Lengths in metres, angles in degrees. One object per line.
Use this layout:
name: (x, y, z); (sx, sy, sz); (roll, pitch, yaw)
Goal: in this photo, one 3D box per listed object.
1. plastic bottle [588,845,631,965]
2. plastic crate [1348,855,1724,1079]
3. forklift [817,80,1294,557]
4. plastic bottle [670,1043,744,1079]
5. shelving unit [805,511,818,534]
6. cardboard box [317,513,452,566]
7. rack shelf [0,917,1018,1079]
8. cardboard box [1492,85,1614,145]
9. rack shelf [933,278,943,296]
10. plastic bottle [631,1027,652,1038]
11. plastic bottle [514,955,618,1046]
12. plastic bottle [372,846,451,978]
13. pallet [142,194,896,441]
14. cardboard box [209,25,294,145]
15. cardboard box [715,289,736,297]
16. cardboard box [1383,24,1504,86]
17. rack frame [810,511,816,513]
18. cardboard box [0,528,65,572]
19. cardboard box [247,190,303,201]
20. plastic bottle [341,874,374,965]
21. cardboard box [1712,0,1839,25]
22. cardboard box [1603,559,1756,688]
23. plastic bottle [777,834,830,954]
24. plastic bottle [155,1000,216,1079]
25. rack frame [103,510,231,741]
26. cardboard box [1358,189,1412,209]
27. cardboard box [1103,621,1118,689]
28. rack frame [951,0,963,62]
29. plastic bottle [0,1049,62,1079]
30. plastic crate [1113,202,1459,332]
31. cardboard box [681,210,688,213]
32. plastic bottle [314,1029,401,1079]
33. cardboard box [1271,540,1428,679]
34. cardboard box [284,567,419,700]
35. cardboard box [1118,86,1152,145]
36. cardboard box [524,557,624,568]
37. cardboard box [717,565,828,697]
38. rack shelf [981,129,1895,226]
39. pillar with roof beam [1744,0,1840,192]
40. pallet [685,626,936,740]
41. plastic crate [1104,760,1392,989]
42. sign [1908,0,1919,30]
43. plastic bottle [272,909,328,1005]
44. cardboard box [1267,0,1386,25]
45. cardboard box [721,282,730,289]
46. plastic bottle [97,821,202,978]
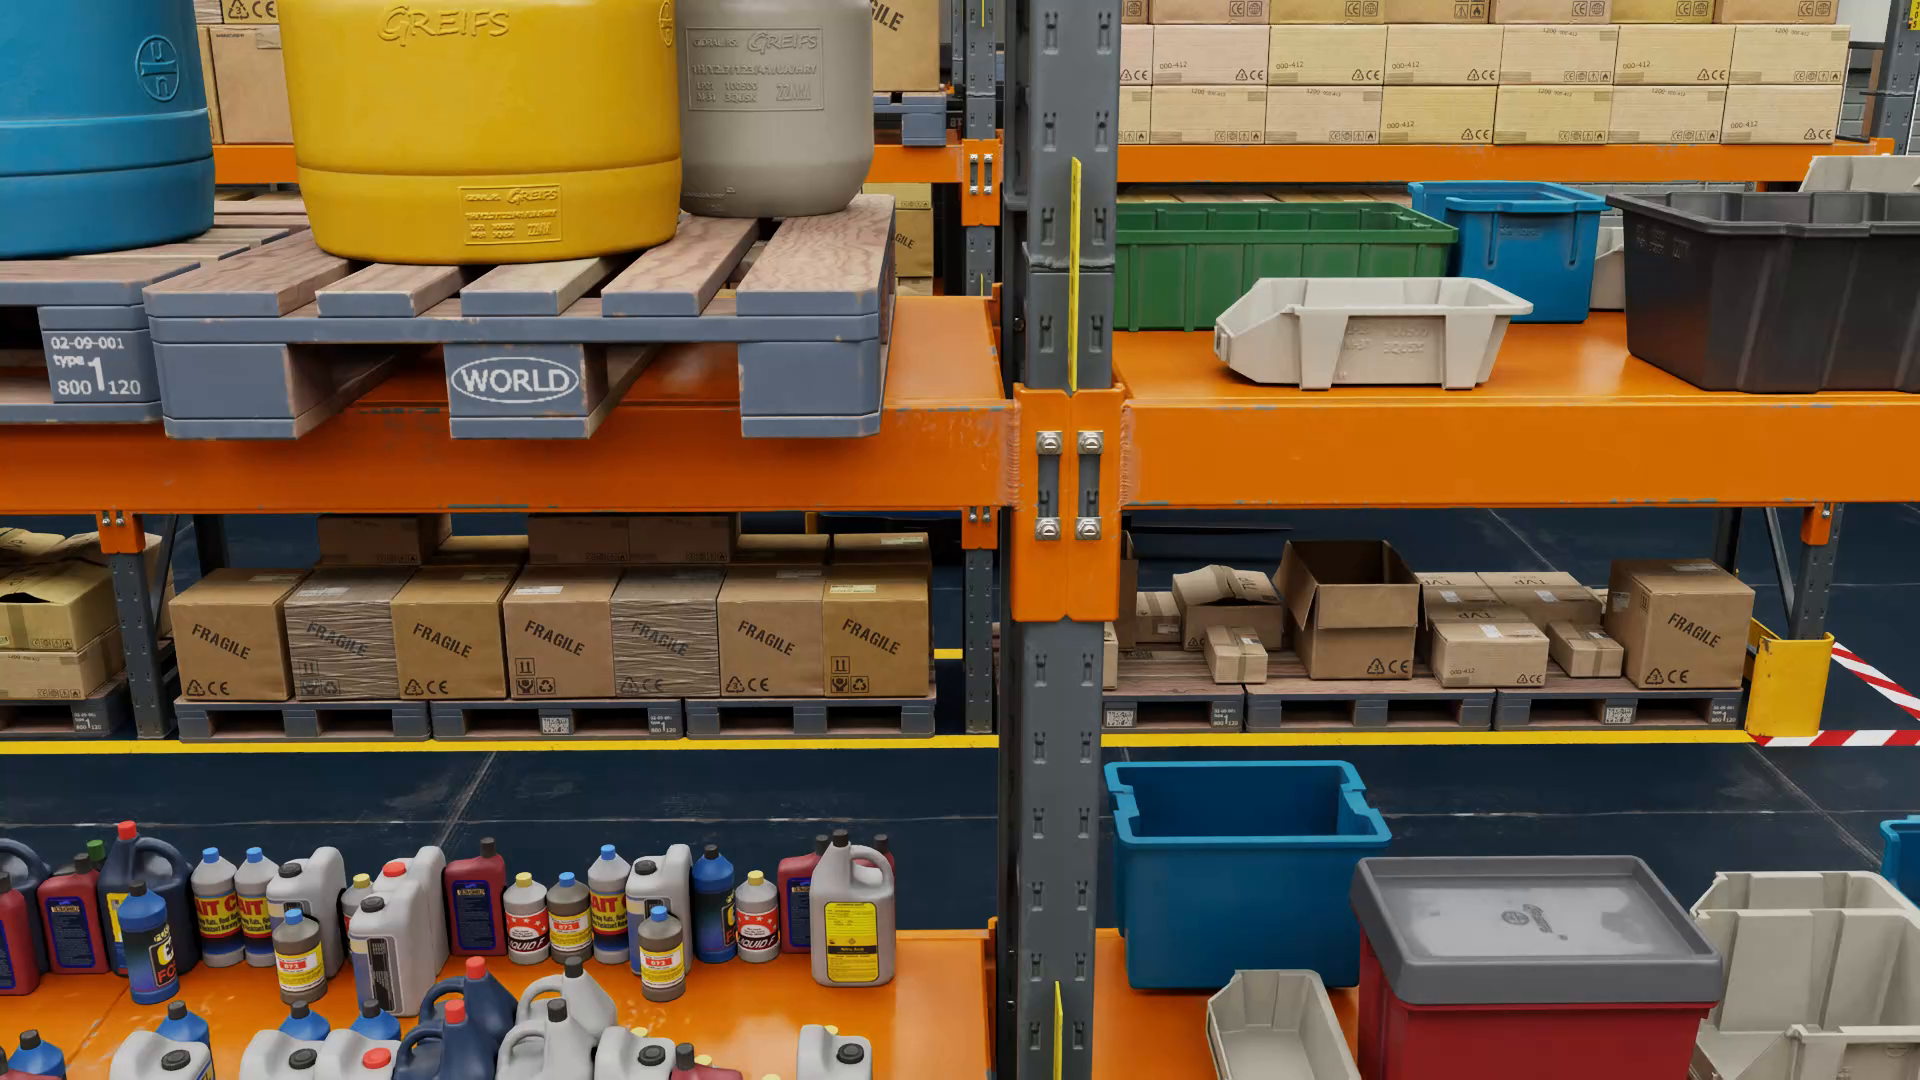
plastic bottle: (-0.793, 0.822, 3.785); (0.097, 0.271, 0.097); (0, 18, 0)
plastic crate: (1.055, 0.894, 3.146); (0.583, 0.464, 0.402); (0, 18, -1)
forklift: (0.628, -1.384, 10.563); (3.031, 2.935, 1.130); (1, 18, 3)
plastic bottle: (-0.461, 1.052, 3.048); (0.133, 0.283, 0.061); (0, 18, -1)
shelving unit: (-1.445, -0.751, 10.933); (1.083, 1.500, 0.587); (1, 18, 3)
cardboard box: (-2.928, -0.067, 8.489); (0.500, 0.250, 0.500); (0, 18, 1)
rack shelf: (-1.841, 1.233, 3.470); (4.000, 0.370, 1.077); (0, 18, -1)
cardboard box: (2.574, -1.920, 7.456); (0.500, 0.250, 0.500); (0, 18, -1)
rack shelf: (-1.998, -1.793, 12.903); (4.000, 0.370, 1.077); (0, 18, -1)
plastic bottle: (-0.616, 1.040, 3.220); (0.097, 0.201, 0.097); (0, 18, 0)
plastic bottle: (-0.758, 0.965, 3.210); (0.185, 0.351, 0.144); (0, 18, -1)
plastic bottle: (-1.236, 0.830, 3.751); (0.135, 0.276, 0.152); (0, 18, -1)
pallet: (-0.624, -0.424, 2.856); (1.003, 0.211, 1.213); (0, 18, -1)
cardboard box: (-2.970, -2.103, 7.619); (0.500, 0.500, 0.910); (0, 18, -1)
cardboard box: (-1.080, -0.923, 8.162); (0.500, 0.500, 0.700); (3, 18, 8)
cardboard box: (2.074, -2.158, 7.379); (0.500, 0.250, 0.500); (0, 18, -1)
rack frame: (-0.947, -0.742, 10.905); (0.032, 1.500, 0.500); (1, 18, 3)
cardboard box: (-4.969, 0.148, 8.572); (0.500, 0.311, 0.500); (-1, 18, -2)
cardboard box: (-5.026, -2.366, 12.629); (0.500, 0.500, 0.700); (-2, 18, -6)
plastic bottle: (-1.353, 0.858, 3.787); (0.097, 0.201, 0.097); (0, 18, 0)
cardboard box: (3.570, -2.596, 7.517); (0.500, 0.500, 0.700); (0, 18, -1)
cardboard box: (3.544, 0.407, 8.239); (0.500, 0.500, 0.500); (0, 18, -1)
plastic bottle: (-0.348, 0.809, 3.807); (0.133, 0.283, 0.061); (0, 18, -1)
plastic bottle: (-1.487, 1.011, 3.196); (0.097, 0.271, 0.097); (0, 18, 0)
rack frame: (-3.916, -0.613, 8.046); (0.127, 3.000, 1.000); (0, 18, -1)
cardboard box: (3.492, -2.301, 12.820); (0.700, 0.700, 0.980); (1, 18, 2)
cardboard box: (0.507, 0.503, 8.250); (0.500, 0.311, 0.500); (0, 18, -1)
rack frame: (0.002, -5.001, 11.906); (0.127, 3.000, 1.000); (0, 18, -1)
plastic bottle: (-1.697, 1.058, 3.029); (0.133, 0.283, 0.061); (0, 18, -1)
plastic crate: (0.577, -0.541, 3.259); (0.662, 0.188, 0.450); (0, 18, -1)
cardboard box: (-1.967, -2.255, 12.483); (0.500, 0.500, 0.500); (0, 18, 1)
plastic bottle: (-1.100, 1.045, 3.083); (0.135, 0.276, 0.152); (0, 18, -1)
cardboard box: (1.962, 0.337, 8.454); (0.637, 0.503, 0.797); (0, 18, -1)
cardboard box: (-2.933, 0.449, 8.109); (0.500, 0.500, 0.500); (-1, 18, -3)
cardboard box: (0.574, -1.916, 7.443); (0.500, 0.250, 0.500); (0, 18, -1)
cardboard box: (-1.942, 0.285, 8.620); (0.500, 0.500, 0.500); (-1, 18, -3)
cardboard box: (-0.899, 0.439, 8.141); (0.500, 0.500, 0.500); (0, 18, -1)
rack shelf: (2.084, -1.727, 7.788); (4.000, 0.370, 1.077); (0, 18, -1)
pillar with roof beam: (6.755, -3.983, 8.732); (0.400, 9.000, 9.100); (0, 18, -1)
pallet: (-0.729, 0.711, 8.484); (1.213, 0.211, 1.003); (0, 18, -1)
plastic crate: (0.620, 0.754, 3.715); (0.575, 0.384, 0.392); (0, 18, -1)
sign: (4.072, -2.331, 7.045); (0.005, 0.325, 0.100); (0, 18, -1)
plastic bottle: (-1.448, 0.905, 3.641); (0.097, 0.201, 0.097); (0, 18, 0)
cardboard box: (1.572, -2.561, 7.410); (0.500, 0.500, 0.700); (0, 18, -1)
cardboard box: (-1.868, -1.956, 12.613); (0.250, 0.149, 0.380); (0, 18, 1)
plastic bottle: (-1.823, 0.796, 3.735); (0.185, 0.351, 0.144); (0, 18, -1)
